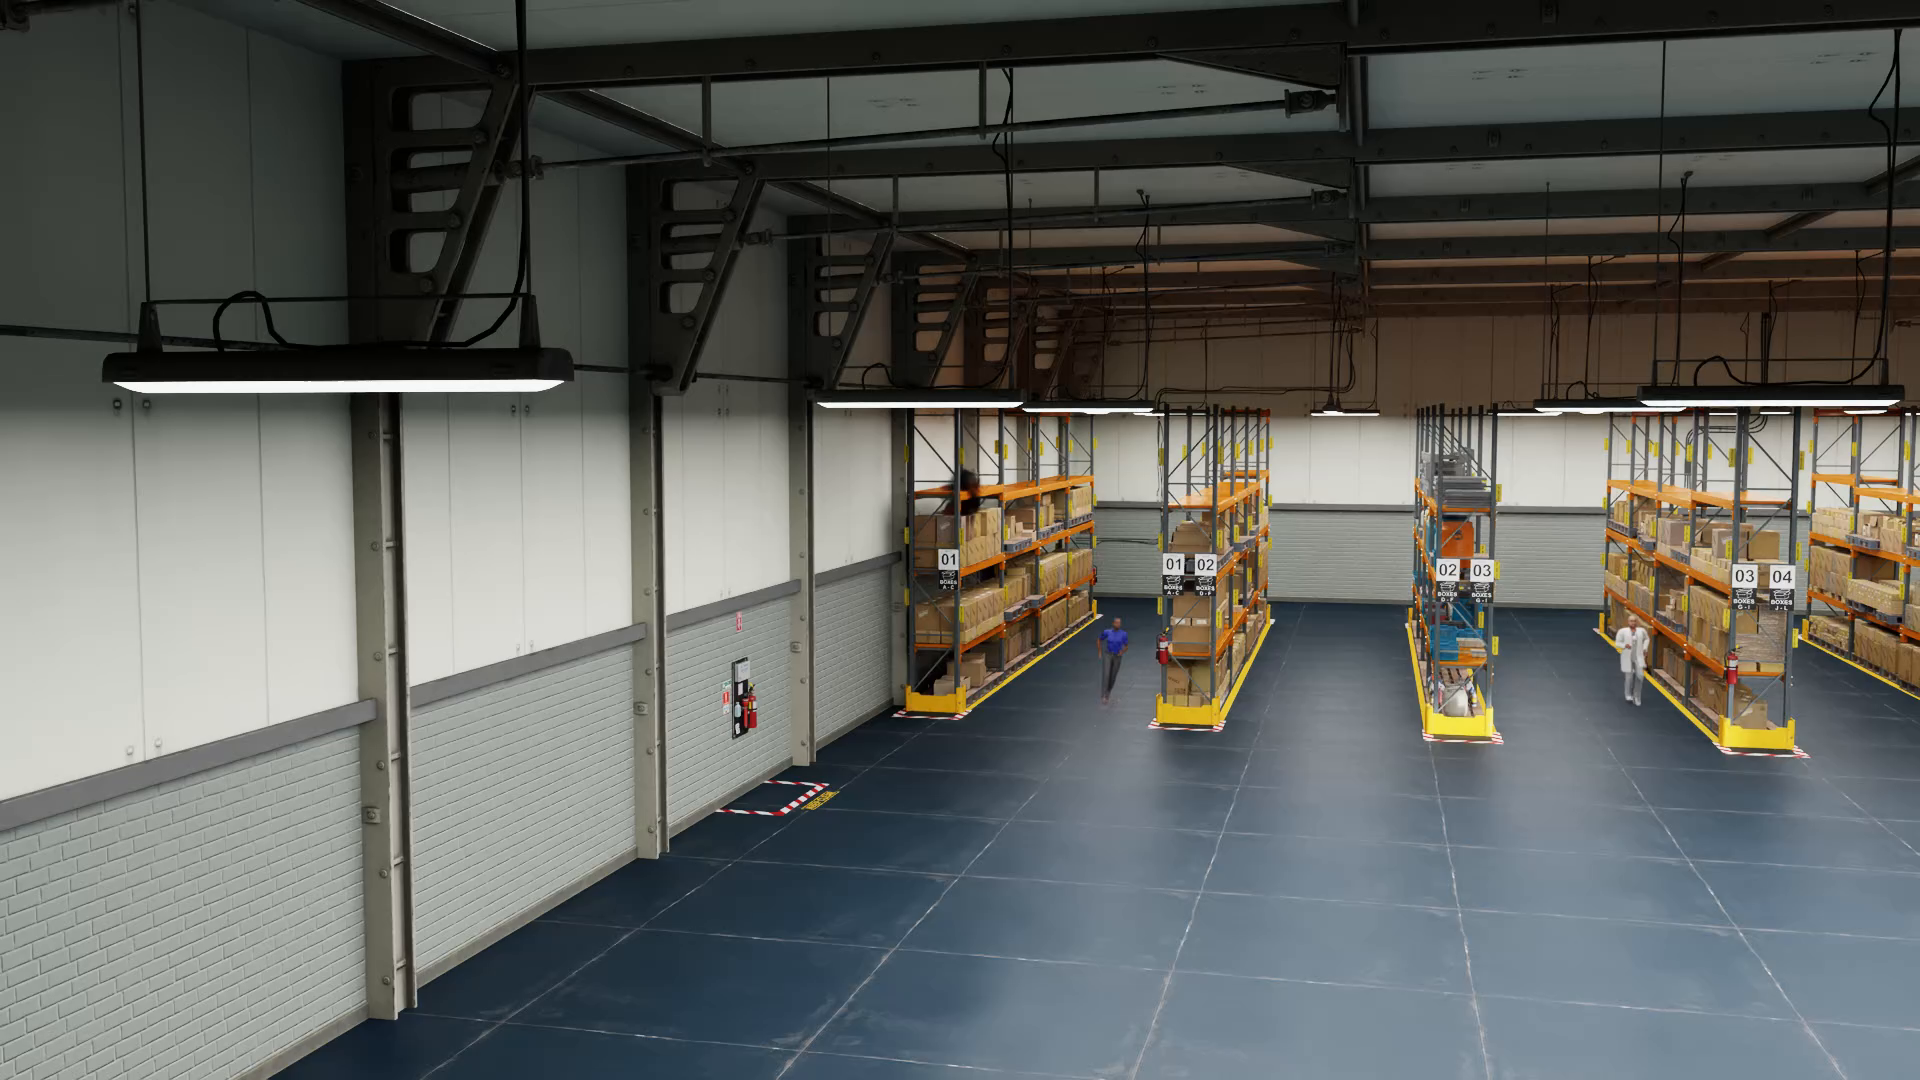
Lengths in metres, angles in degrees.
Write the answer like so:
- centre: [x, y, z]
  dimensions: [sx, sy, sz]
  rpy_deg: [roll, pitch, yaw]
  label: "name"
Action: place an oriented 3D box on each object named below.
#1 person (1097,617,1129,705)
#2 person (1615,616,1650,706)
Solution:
- centre: [2.957, 2.308, 32.109]
  dimensions: [0.614, 1.652, 0.754]
  rpy_deg: [0, 4, 0]
  label: "person"
- centre: [13.480, 2.423, 33.324]
  dimensions: [0.682, 1.824, 0.812]
  rpy_deg: [1, 4, 15]
  label: "person"
